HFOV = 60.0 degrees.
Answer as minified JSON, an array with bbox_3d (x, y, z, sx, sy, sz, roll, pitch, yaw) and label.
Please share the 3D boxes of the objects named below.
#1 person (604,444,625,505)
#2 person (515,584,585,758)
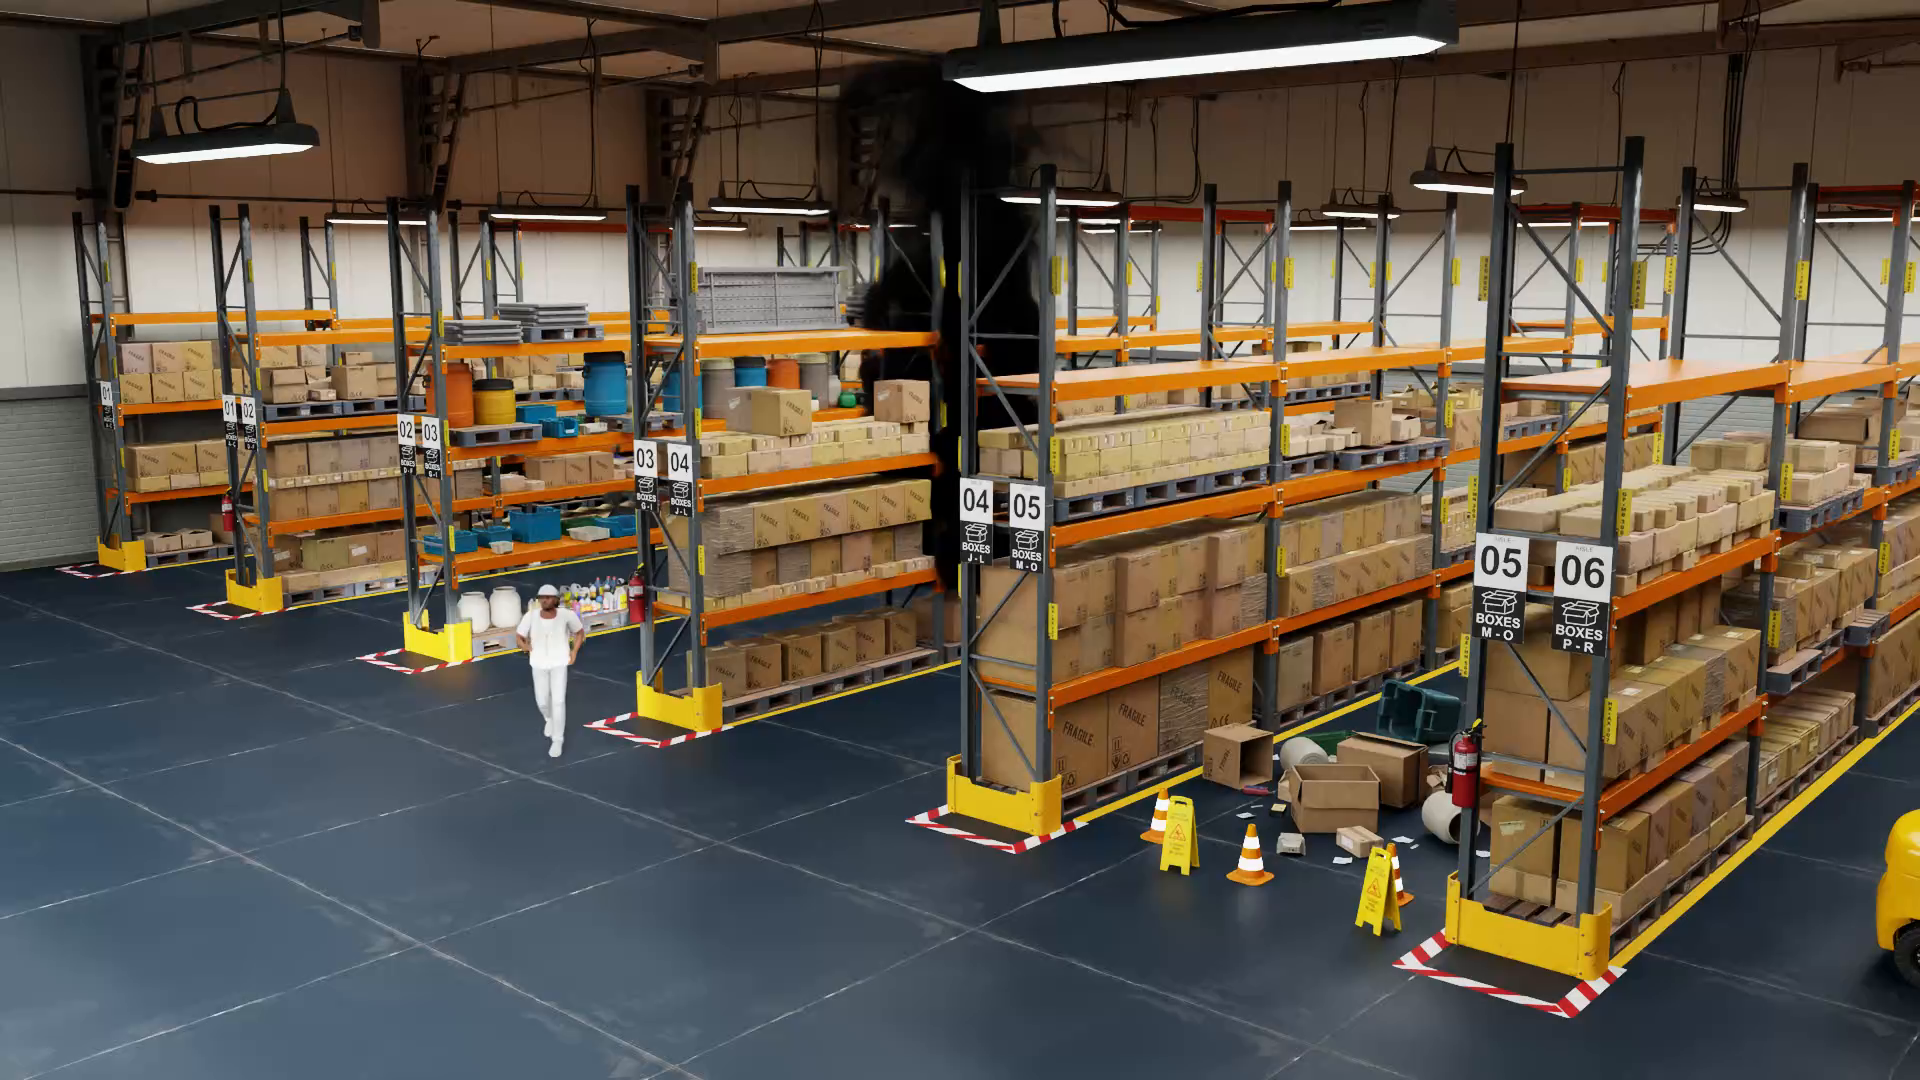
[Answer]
[{"bbox_3d":[-6.866,-1.124,33.146,0.577,1.605,0.624,6,11,30],"label":"person"},{"bbox_3d":[-4.405,1.355,17.812,0.704,1.785,0.848,0,9,-1],"label":"person"}]
